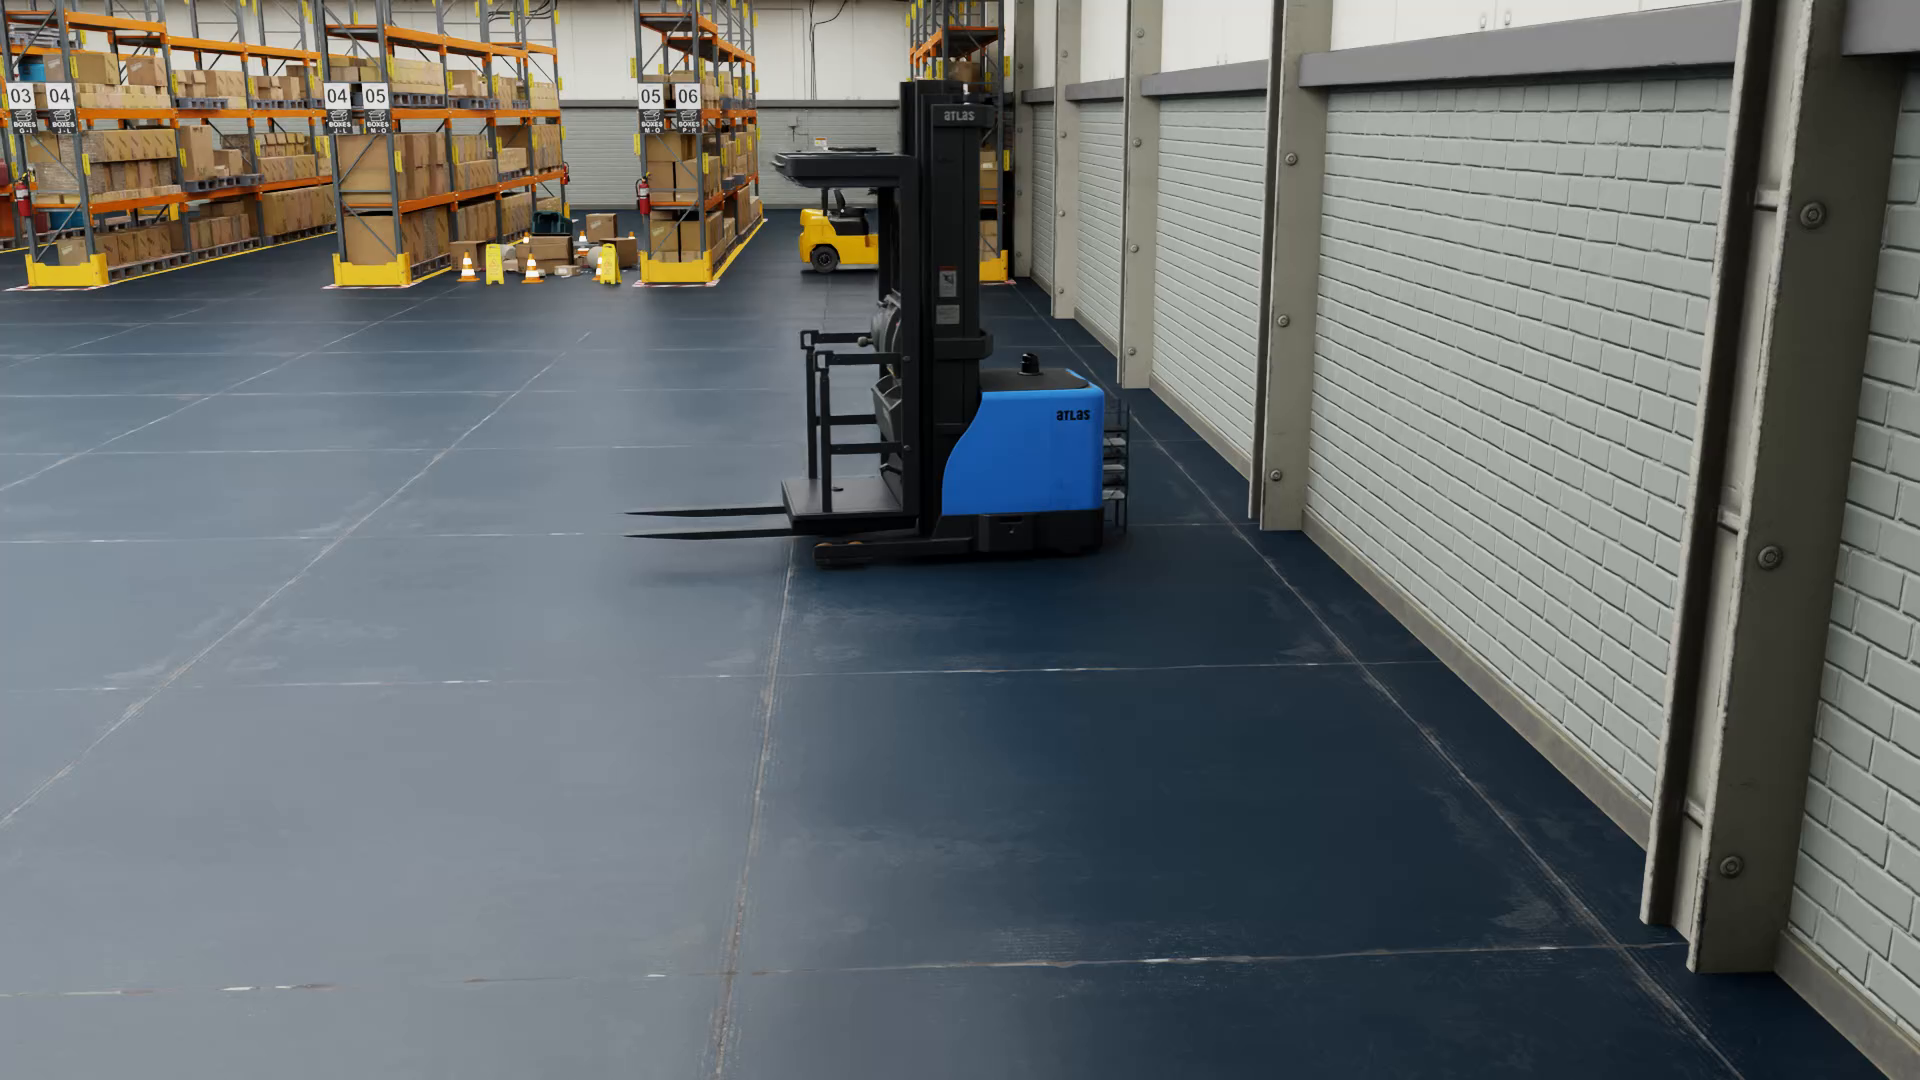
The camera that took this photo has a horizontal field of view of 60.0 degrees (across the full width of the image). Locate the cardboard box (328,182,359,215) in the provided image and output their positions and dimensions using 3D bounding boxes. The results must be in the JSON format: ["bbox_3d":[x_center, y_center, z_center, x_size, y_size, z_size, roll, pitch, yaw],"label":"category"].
[{"bbox_3d":[-15.445,-8.397,41.064,0.875,0.875,0.875,-1,14,-3],"label":"cardboard box"}]

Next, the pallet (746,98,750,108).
[{"bbox_3d":[-5.523,-10.379,39.502,1.003,0.211,1.213,-1,14,-3],"label":"pallet"}]

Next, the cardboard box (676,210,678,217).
[{"bbox_3d":[-5.166,-5.743,29.198,0.380,0.149,0.250,0,14,-1],"label":"cardboard box"}]

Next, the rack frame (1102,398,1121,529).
[{"bbox_3d":[0.958,-0.507,11.191,0.240,0.900,0.006,-3,15,-11],"label":"rack frame"}]

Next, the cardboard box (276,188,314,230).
[{"bbox_3d":[-15.258,-7.405,37.210,1.225,0.875,0.875,-1,14,-5],"label":"cardboard box"}]

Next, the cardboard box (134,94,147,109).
[{"bbox_3d":[-14.530,-7.637,28.968,0.500,0.250,0.500,-1,14,-4],"label":"cardboard box"}]

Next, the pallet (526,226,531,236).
[{"bbox_3d":[-10.367,-7.120,38.274,1.003,0.211,1.213,-1,14,-3],"label":"pallet"}]

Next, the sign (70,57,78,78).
[{"bbox_3d":[-14.088,-7.512,26.430,0.100,0.325,0.005,-1,14,-3],"label":"sign"}]

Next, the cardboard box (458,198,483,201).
[{"bbox_3d":[-10.473,-7.191,35.623,0.500,0.250,0.500,-1,14,-5],"label":"cardboard box"}]

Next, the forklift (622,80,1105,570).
[{"bbox_3d":[-0.644,-1.378,10.500,3.031,2.935,1.130,-2,15,-10],"label":"forklift"}]

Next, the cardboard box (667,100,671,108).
[{"bbox_3d":[-5.071,-7.324,27.957,0.380,0.149,0.250,0,14,-2],"label":"cardboard box"}]

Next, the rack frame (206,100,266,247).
[{"bbox_3d":[-15.126,-7.617,34.612,1.000,3.000,0.127,-1,14,-3],"label":"rack frame"}]

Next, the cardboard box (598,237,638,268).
[{"bbox_3d":[-6.279,-5.279,30.534,0.500,0.500,0.500,10,18,35],"label":"cardboard box"}]

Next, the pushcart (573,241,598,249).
[{"bbox_3d":[-7.259,-5.458,31.482,1.648,0.377,0.936,-6,16,-23],"label":"pushcart"}]

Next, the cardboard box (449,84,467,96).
[{"bbox_3d":[-9.826,-8.782,32.345,0.396,0.266,0.258,-1,14,-3],"label":"cardboard box"}]

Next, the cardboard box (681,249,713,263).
[{"bbox_3d":[-4.513,-4.857,28.561,0.500,0.250,0.500,-1,14,-4],"label":"cardboard box"}]

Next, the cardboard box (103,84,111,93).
[{"bbox_3d":[-14.431,-7.529,27.751,0.380,0.149,0.250,-1,14,-4],"label":"cardboard box"}]

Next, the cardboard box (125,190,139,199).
[{"bbox_3d":[-14.406,-5.955,28.656,0.380,0.149,0.250,-1,14,-3],"label":"cardboard box"}]

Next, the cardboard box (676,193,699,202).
[{"bbox_3d":[-4.553,-5.747,27.846,0.380,0.149,0.250,-1,14,-3],"label":"cardboard box"}]

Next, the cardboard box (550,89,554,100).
[{"bbox_3d":[-10.349,-11.043,41.203,0.500,0.250,0.500,-1,14,-5],"label":"cardboard box"}]

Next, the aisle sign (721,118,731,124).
[{"bbox_3d":[-6.024,-11.032,42.668,0.394,0.787,0.004,-1,14,-3],"label":"aisle sign"}]

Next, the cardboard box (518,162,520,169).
[{"bbox_3d":[-10.149,-8.461,37.551,0.380,0.149,0.250,-2,15,-6],"label":"cardboard box"}]

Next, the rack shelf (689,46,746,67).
[{"bbox_3d":[-5.359,-10.631,36.532,1.077,0.370,4.000,-1,14,-3],"label":"rack shelf"}]

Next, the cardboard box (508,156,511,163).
[{"bbox_3d":[-10.080,-8.338,36.478,0.380,0.149,0.250,-1,14,-4],"label":"cardboard box"}]

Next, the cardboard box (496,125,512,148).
[{"bbox_3d":[-10.716,-9.453,38.943,0.500,0.500,0.500,-1,14,-5],"label":"cardboard box"}]

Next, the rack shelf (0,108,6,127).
[{"bbox_3d":[-19.945,-8.148,32.098,1.077,0.370,4.000,-1,14,-3],"label":"rack shelf"}]

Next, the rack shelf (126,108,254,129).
[{"bbox_3d":[-15.002,-8.224,32.395,1.077,0.370,4.000,-1,14,-3],"label":"rack shelf"}]

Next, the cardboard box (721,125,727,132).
[{"bbox_3d":[-5.727,-9.751,39.395,0.380,0.149,0.250,-1,14,-2],"label":"cardboard box"}]

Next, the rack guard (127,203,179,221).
[{"bbox_3d":[-20.579,-8.326,42.382,1.175,0.500,0.348,-1,14,-3],"label":"rack guard"}]

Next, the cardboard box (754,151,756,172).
[{"bbox_3d":[-5.379,-9.440,41.494,0.500,0.500,0.500,0,14,-2],"label":"cardboard box"}]

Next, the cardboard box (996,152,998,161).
[{"bbox_3d":[0.453,-6.519,28.243,0.380,0.149,0.250,0,14,-2],"label":"cardboard box"}]

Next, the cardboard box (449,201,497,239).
[{"bbox_3d":[-10.221,-6.630,34.446,1.050,0.750,0.750,-1,14,-4],"label":"cardboard box"}]

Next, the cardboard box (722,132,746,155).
[{"bbox_3d":[-5.165,-9.062,38.020,0.500,0.500,0.500,-1,14,-2],"label":"cardboard box"}]

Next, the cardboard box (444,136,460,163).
[{"bbox_3d":[-9.992,-7.458,31.785,0.700,0.500,0.500,-1,14,-4],"label":"cardboard box"}]

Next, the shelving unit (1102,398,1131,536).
[{"bbox_3d":[0.978,-0.482,11.094,0.258,0.900,0.210,-3,15,-11],"label":"shelving unit"}]

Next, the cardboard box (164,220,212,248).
[{"bbox_3d":[-14.905,-5.897,32.059,0.700,0.500,0.500,-1,14,-4],"label":"cardboard box"}]

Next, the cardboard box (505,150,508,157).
[{"bbox_3d":[-10.069,-8.418,36.190,0.380,0.149,0.250,0,14,-1],"label":"cardboard box"}]

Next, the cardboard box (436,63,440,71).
[{"bbox_3d":[-9.565,-8.494,29.860,0.380,0.149,0.250,-1,14,-4],"label":"cardboard box"}]

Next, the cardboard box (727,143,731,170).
[{"bbox_3d":[-4.778,-7.540,32.672,0.500,0.500,0.500,-1,14,-4],"label":"cardboard box"}]

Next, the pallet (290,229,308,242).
[{"bbox_3d":[-15.172,-6.767,36.903,1.003,0.211,1.213,-1,14,-3],"label":"pallet"}]

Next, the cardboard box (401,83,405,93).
[{"bbox_3d":[-9.406,-7.478,27.511,0.380,0.149,0.250,-1,14,-3],"label":"cardboard box"}]

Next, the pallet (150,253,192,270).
[{"bbox_3d":[-14.801,-5.106,30.446,1.003,0.211,1.213,-1,14,-3],"label":"pallet"}]

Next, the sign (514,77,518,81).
[{"bbox_3d":[-11.206,-11.526,42.030,0.100,0.325,0.005,-1,14,-3],"label":"sign"}]

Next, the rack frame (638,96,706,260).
[{"bbox_3d":[-4.739,-5.781,27.474,1.000,3.000,0.127,-1,14,-3],"label":"rack frame"}]

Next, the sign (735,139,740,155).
[{"bbox_3d":[-4.694,-8.303,35.114,0.100,0.325,0.005,-1,14,-3],"label":"sign"}]

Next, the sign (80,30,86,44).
[{"bbox_3d":[-19.768,-11.348,37.491,0.100,0.325,0.005,-1,14,-3],"label":"sign"}]

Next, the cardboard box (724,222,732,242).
[{"bbox_3d":[-5.115,-6.188,33.489,0.950,0.372,0.625,0,14,-2],"label":"cardboard box"}]

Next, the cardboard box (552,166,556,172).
[{"bbox_3d":[-10.315,-9.272,41.549,0.380,0.149,0.250,0,14,-2],"label":"cardboard box"}]

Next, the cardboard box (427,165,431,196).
[{"bbox_3d":[-9.914,-6.383,29.512,0.875,0.550,0.550,-1,14,-3],"label":"cardboard box"}]

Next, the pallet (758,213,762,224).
[{"bbox_3d":[-5.603,-8.212,42.519,1.003,0.211,1.213,-1,14,-3],"label":"pallet"}]

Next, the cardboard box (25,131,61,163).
[{"bbox_3d":[-14.911,-6.437,27.222,0.500,0.500,0.500,-1,14,-3],"label":"cardboard box"}]

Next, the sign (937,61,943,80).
[{"bbox_3d":[-0.328,-7.697,27.282,0.100,0.325,0.005,-1,14,-3],"label":"sign"}]
